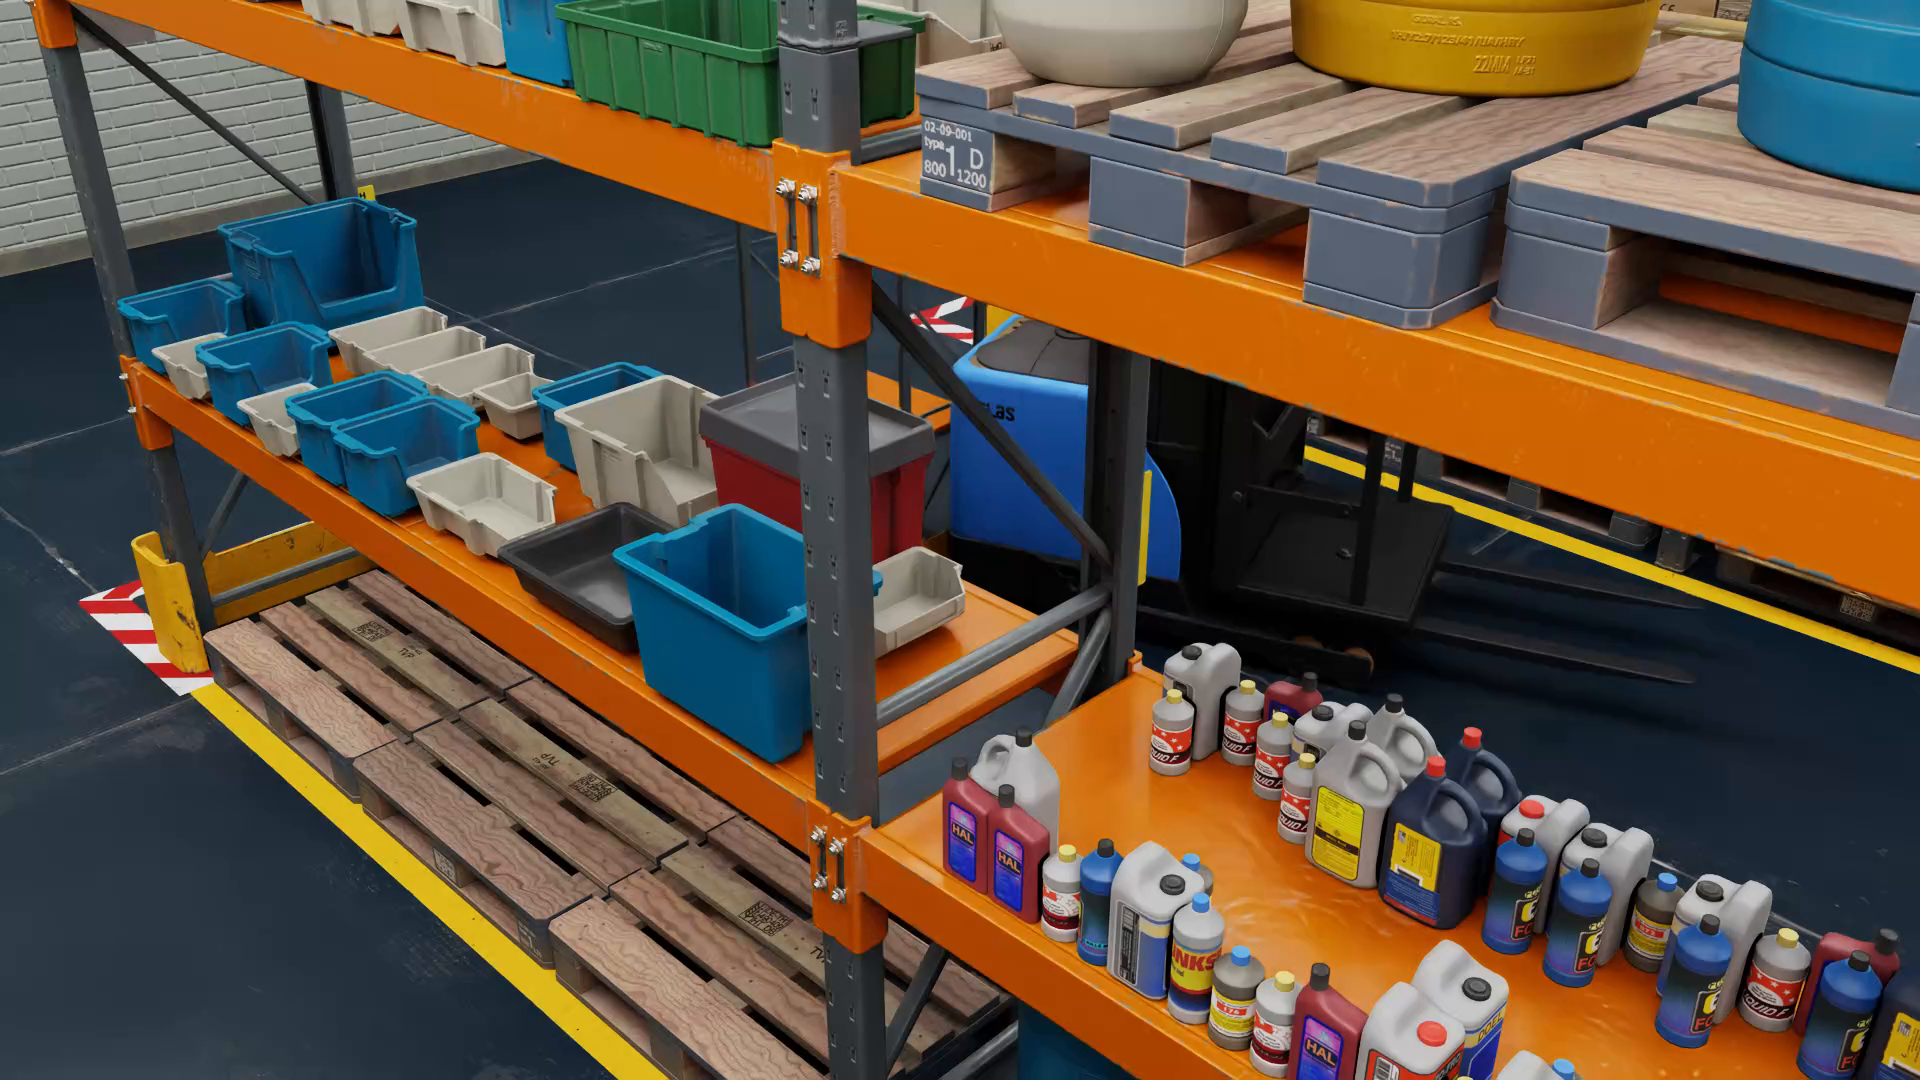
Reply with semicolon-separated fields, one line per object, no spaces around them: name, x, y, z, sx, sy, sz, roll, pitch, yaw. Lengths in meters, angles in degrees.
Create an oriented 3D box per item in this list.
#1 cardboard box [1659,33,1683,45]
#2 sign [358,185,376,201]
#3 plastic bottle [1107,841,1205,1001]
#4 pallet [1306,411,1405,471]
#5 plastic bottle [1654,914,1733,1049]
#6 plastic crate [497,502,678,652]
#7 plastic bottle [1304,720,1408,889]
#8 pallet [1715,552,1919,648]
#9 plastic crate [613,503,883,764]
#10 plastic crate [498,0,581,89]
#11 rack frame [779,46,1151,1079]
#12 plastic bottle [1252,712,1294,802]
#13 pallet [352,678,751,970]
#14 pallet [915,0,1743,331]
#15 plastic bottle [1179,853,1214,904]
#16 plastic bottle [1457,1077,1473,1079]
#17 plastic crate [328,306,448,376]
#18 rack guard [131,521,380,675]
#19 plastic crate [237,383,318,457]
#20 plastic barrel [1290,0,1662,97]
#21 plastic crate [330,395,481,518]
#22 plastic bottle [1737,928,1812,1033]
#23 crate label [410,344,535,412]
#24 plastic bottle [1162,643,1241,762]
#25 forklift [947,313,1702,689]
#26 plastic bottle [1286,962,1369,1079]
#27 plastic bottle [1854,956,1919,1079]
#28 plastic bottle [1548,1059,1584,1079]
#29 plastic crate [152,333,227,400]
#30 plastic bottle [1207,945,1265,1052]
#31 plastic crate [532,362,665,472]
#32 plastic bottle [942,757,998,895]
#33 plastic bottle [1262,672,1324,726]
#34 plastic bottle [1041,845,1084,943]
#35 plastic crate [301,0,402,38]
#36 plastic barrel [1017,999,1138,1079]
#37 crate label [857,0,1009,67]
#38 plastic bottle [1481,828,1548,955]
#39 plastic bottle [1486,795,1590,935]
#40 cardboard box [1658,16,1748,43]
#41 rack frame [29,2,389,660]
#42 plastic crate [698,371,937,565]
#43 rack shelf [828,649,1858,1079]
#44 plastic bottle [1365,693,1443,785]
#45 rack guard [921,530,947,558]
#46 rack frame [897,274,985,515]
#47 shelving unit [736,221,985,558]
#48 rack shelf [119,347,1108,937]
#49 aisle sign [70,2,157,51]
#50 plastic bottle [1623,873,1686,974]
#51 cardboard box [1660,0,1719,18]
cardboard box;3.021;-1.815;7.015;0.500;0.500;0.500;-24;36;-38
sign;-2.415;-1.278;6.783;0.005;0.325;0.100;25;36;38
plastic bottle;0.387;0.739;3.255;0.135;0.276;0.152;25;36;38
pallet;2.174;-0.795;9.035;1.213;0.211;1.003;25;36;38
plastic bottle;1.378;0.816;3.113;0.097;0.271;0.097;0;28;0
plastic crate;-0.923;0.106;4.556;0.590;0.125;0.437;25;36;38
plastic bottle;0.847;0.548;3.538;0.185;0.351;0.144;25;36;38
pallet;4.139;0.104;7.325;1.213;0.211;1.003;25;36;38
plastic crate;-0.509;0.228;4.045;0.575;0.384;0.392;25;36;38
plastic crate;-0.810;-1.158;3.685;0.300;0.233;0.416;25;36;38
rack frame;0.063;0.287;3.981;0.127;3.000;1.000;25;36;38
plastic bottle;0.725;0.489;3.811;0.097;0.201;0.097;0;28;0
pallet;-1.362;0.896;5.819;1.213;0.211;1.003;25;36;38
pallet;0.691;-0.734;2.902;1.003;0.211;1.213;25;36;38
plastic bottle;0.461;0.724;3.363;0.097;0.201;0.097;0;28;0
plastic bottle;0.850;1.001;2.836;0.097;0.201;0.097;0;28;0
plastic crate;-2.081;-0.722;6.119;0.243;0.136;0.396;25;36;38
rack guard;-2.815;0.085;7.052;0.348;0.500;1.175;25;36;38
plastic crate;-2.189;-0.385;5.477;0.298;0.136;0.250;25;36;38
plastic barrel;0.856;-1.079;2.703;0.600;0.588;0.600;0;28;0
plastic crate;-1.691;-0.253;5.124;0.300;0.233;0.416;25;36;38
plastic bottle;1.554;0.828;3.165;0.097;0.201;0.097;0;28;0
crate label;-1.668;-0.540;5.773;0.243;0.136;0.396;25;36;38
plastic bottle;0.571;0.363;3.969;0.135;0.276;0.152;25;36;38
forklift;1.507;-0.988;6.479;3.031;2.935;1.130;12;30;21
plastic bottle;0.659;0.890;2.960;0.133;0.283;0.061;25;36;38
plastic bottle;1.734;0.860;2.945;0.185;0.351;0.144;25;36;38
plastic bottle;1.026;0.983;2.871;0.097;0.201;0.097;0;28;0
plastic crate;-2.673;-0.606;5.898;0.298;0.136;0.250;25;36;38
plastic bottle;0.520;0.851;3.123;0.097;0.201;0.097;0;28;0
plastic crate;-1.145;-0.386;5.376;0.300;0.233;0.416;25;36;38
plastic bottle;0.026;0.600;3.511;0.133;0.283;0.061;25;36;38
plastic bottle;0.768;0.420;3.853;0.133;0.283;0.061;25;36;38
plastic bottle;0.216;0.711;3.388;0.097;0.201;0.097;0;28;0
plastic crate;-1.425;-1.468;4.223;0.530;0.282;0.437;25;36;38
plastic barrel;0.439;1.213;4.023;0.708;0.901;0.600;25;36;38
crate label;-0.083;-1.179;3.830;0.466;0.136;0.293;25;36;38
plastic bottle;1.117;0.697;3.341;0.097;0.271;0.097;0;28;0
plastic bottle;1.191;0.647;3.430;0.135;0.276;0.152;25;36;38
cardboard box;3.374;-1.995;7.357;0.500;0.500;0.500;25;36;38
rack frame;-2.789;-1.018;6.463;0.127;3.000;1.000;25;36;38
plastic crate;-0.398;-0.142;4.665;0.583;0.464;0.402;25;36;38
rack shelf;1.489;1.258;2.907;4.000;0.370;1.077;25;36;38
plastic bottle;0.948;0.500;3.629;0.185;0.351;0.144;25;36;38
rack guard;-0.088;-0.025;7.528;0.087;0.250;0.587;24;36;37
rack frame;-0.074;-0.571;7.225;0.032;1.500;0.500;24;36;37
shelving unit;-0.450;-0.737;7.540;1.083;1.500;0.587;24;36;37
rack shelf;-1.363;-0.047;5.390;4.000;0.370;1.077;25;36;38
aisle sign;-3.049;-2.094;5.715;0.004;0.787;0.394;25;36;38
plastic bottle;1.389;0.753;3.309;0.097;0.201;0.097;0;28;0
cardboard box;5.099;-3.882;11.484;0.500;0.500;0.500;-25;36;-39
